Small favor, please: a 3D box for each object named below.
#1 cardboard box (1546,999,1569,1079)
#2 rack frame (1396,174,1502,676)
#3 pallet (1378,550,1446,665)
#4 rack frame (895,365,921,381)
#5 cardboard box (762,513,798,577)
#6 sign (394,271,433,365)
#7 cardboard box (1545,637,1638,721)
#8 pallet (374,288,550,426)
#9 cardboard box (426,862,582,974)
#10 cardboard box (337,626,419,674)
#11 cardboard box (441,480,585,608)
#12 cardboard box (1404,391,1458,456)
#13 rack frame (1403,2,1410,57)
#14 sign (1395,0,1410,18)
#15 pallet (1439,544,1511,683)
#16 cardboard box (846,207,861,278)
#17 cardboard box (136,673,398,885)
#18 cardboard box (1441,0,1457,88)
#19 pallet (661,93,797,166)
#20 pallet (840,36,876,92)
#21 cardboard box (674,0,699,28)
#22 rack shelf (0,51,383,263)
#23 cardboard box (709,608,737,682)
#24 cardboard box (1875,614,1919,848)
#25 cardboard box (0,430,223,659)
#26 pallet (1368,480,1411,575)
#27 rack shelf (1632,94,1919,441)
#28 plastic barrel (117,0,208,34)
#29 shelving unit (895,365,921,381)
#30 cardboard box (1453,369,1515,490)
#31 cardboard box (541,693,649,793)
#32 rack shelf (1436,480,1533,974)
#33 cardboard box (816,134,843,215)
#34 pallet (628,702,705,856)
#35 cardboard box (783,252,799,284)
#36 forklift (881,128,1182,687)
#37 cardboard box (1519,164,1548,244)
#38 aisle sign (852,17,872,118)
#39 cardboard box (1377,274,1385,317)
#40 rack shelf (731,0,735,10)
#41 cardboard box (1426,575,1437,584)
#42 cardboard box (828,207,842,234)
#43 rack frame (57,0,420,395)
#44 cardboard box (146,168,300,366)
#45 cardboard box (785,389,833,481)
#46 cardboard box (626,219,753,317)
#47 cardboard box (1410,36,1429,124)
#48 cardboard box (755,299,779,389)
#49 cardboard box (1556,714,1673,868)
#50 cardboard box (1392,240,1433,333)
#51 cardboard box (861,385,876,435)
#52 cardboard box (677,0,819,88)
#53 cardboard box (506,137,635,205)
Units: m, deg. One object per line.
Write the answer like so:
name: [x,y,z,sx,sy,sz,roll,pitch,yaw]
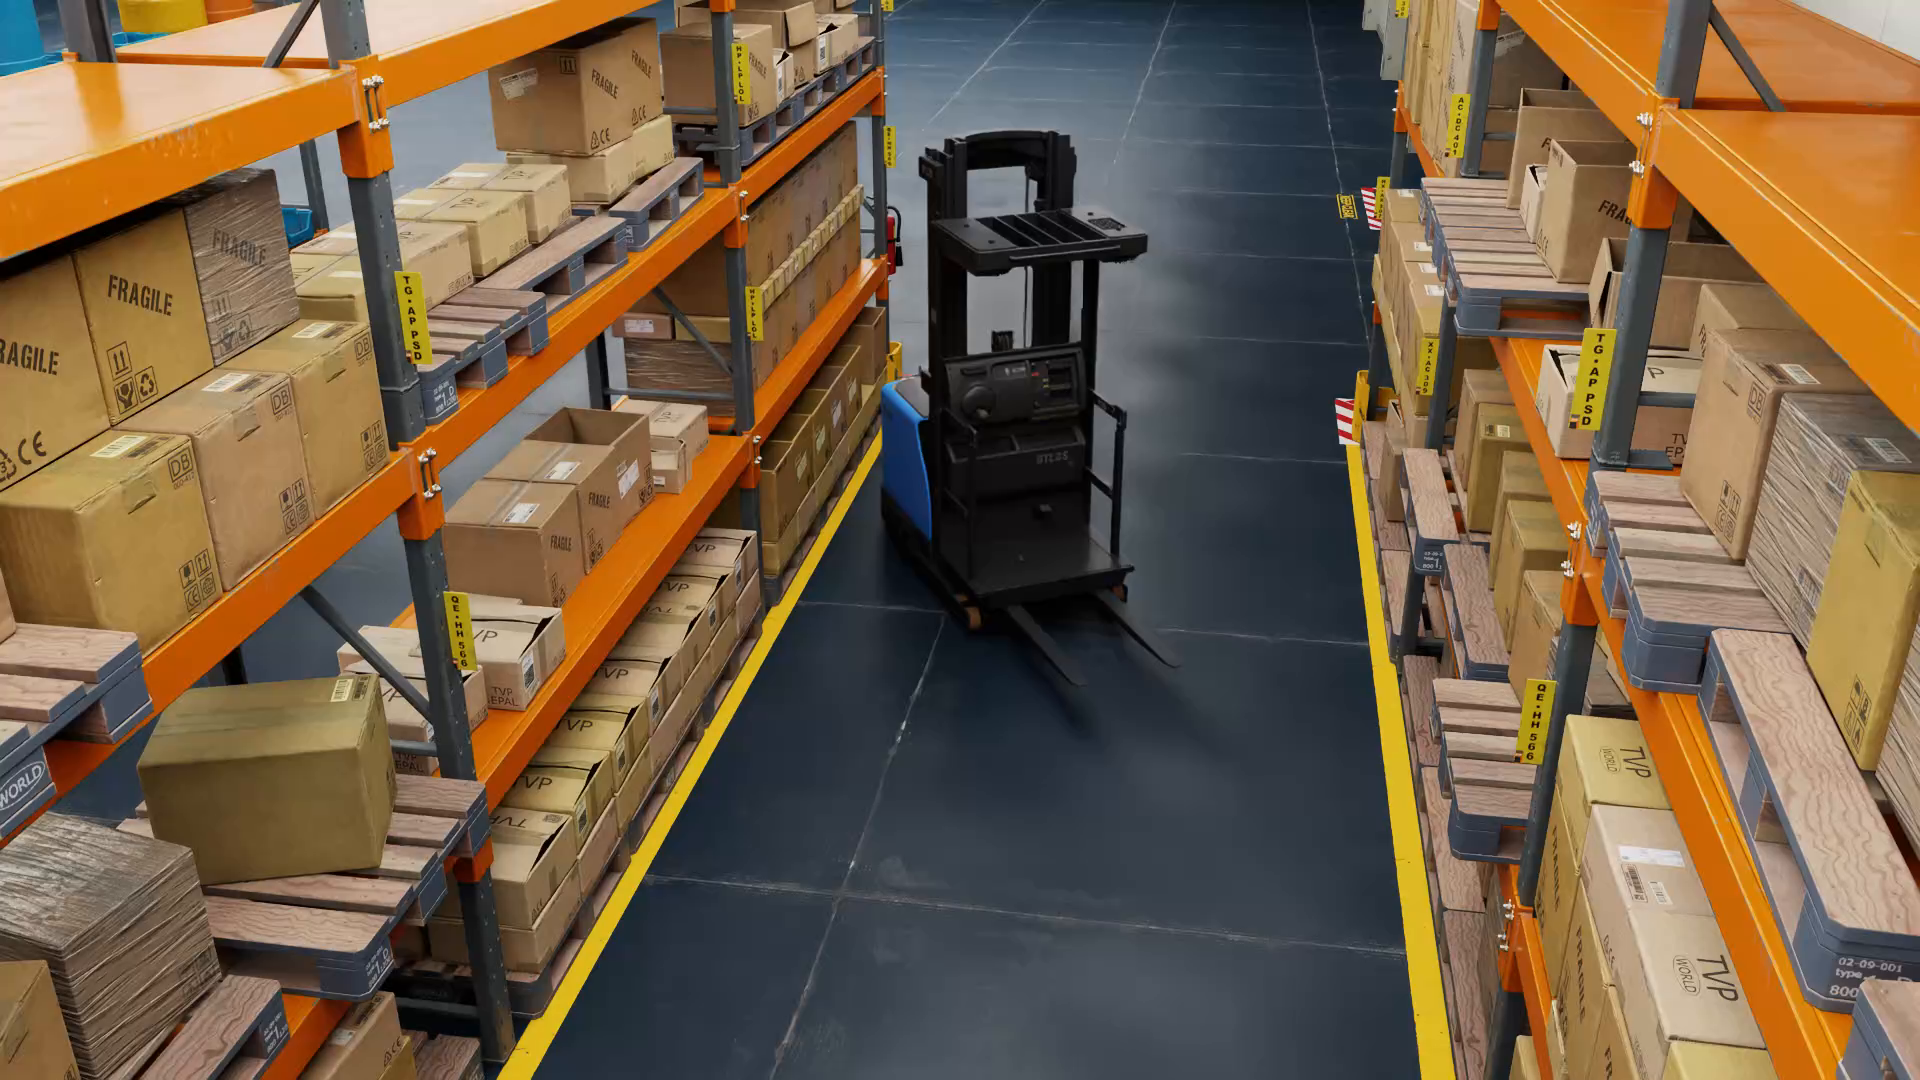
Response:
cardboard box: [2.025,1.575,5.119,0.380,0.149,0.250,5,26,10]
rack frame: [3.138,-0.534,9.353,1.000,3.000,0.127,4,25,9]
pallet: [3.213,0.445,10.549,1.003,0.211,1.213,4,25,9]
rack frame: [-0.373,-0.764,12.143,0.200,1.050,0.008,-9,27,-19]
cardboard box: [-1.375,0.006,10.946,0.500,0.250,0.500,4,25,9]
sign: [-1.869,-0.757,5.681,0.100,0.325,0.005,4,25,9]
cardboard box: [2.551,0.697,6.086,0.700,0.500,0.500,1,25,2]
pallet: [-2.381,-0.766,6.533,1.213,0.211,1.003,5,26,11]
cardboard box: [-2.028,1.654,7.427,0.500,0.250,0.500,4,25,8]
cardboard box: [-2.529,0.516,7.407,0.380,0.149,0.250,4,25,9]
cardboard box: [-2.146,0.049,7.989,0.500,0.500,0.500,3,25,6]
cardboard box: [2.916,-0.694,9.849,0.500,0.250,0.500,4,25,9]
rack frame: [3.791,-4.924,11.655,1.000,3.000,0.127,4,25,9]
sign: [3.256,-3.999,12.186,0.100,0.325,0.005,4,25,9]
pallet: [2.767,0.395,7.594,1.003,0.211,1.213,4,25,9]
cardboard box: [-1.185,-2.400,13.221,0.700,0.500,0.500,4,25,9]
cardboard box: [-2.395,0.833,5.819,0.700,0.500,0.500,-4,25,-9]
cardboard box: [3.032,-2.859,9.461,0.500,0.500,0.500,5,26,11]
pallet: [-1.636,-2.553,10.232,1.003,0.211,1.213,4,25,9]
pallet: [-1.237,-3.573,12.412,1.003,0.211,1.213,4,25,9]
cardboard box: [-1.637,-3.531,11.438,0.500,0.500,0.500,4,25,9]
rack shelf: [-2.731,-0.577,3.687,1.077,0.370,4.000,4,25,9]
cardboard box: [-1.616,0.584,9.712,0.500,0.250,0.500,4,25,8]
cardboard box: [2.255,0.406,3.170,0.700,0.500,0.500,4,25,8]
cardboard box: [-2.610,0.009,4.537,0.910,0.500,0.500,4,25,9]
pallet: [3.410,-0.066,11.643,1.003,0.211,1.213,4,25,9]
rack shelf: [2.157,-0.235,2.957,1.077,0.370,4.000,4,25,9]
plastic barrel: [-6.043,-4.042,12.591,0.600,0.588,0.600,0,25,0]
shelving unit: [-0.329,-0.715,12.040,0.215,1.050,0.252,-9,27,-19]
cardboard box: [3.021,-0.568,8.789,0.700,0.500,0.500,4,25,9]
cardboard box: [-1.865,0.966,8.234,0.500,0.311,0.500,3,25,7]
rack shelf: [2.811,0.628,7.718,1.077,0.370,4.000,4,25,9]
cardboard box: [-1.274,-2.745,12.428,0.700,0.500,0.500,3,25,7]
pallet: [-2.029,1.210,8.917,1.003,0.211,1.213,4,25,9]
cardboard box: [-1.308,-1.853,11.288,0.380,0.149,0.250,3,25,7]
forklift: [0.437,-0.944,10.310,1.130,2.935,3.031,-9,27,-19]
cardboard box: [2.869,-1.562,7.620,0.500,0.311,0.500,5,26,10]
aisle sign: [-0.796,-3.733,13.121,0.394,0.787,0.004,4,25,9]
cardboard box: [3.328,-1.748,12.100,0.500,0.250,0.500,3,25,7]
rack shelf: [-1.423,-3.922,10.835,1.077,0.370,4.000,4,25,9]
cardboard box: [3.268,-0.038,10.723,0.500,0.500,0.500,2,25,5]
cardboard box: [-1.097,-2.393,12.442,0.380,0.149,0.250,4,25,9]
rack frame: [-2.404,-1.920,5.237,1.000,3.000,0.127,4,25,9]
cardboard box: [-2.481,-0.878,5.251,0.500,0.500,0.500,4,25,9]
cardboard box: [-1.202,-0.751,11.679,0.500,0.500,0.500,4,25,9]
cardboard box: [-1.684,-1.695,10.184,0.700,0.500,0.500,4,25,9]
cardboard box: [3.286,-3.058,11.065,0.500,0.500,0.500,5,26,11]
cardboard box: [-1.604,-1.328,10.931,0.700,0.500,0.500,4,25,8]
cardboard box: [2.151,0.794,5.138,0.500,0.250,0.500,5,25,10]
cardboard box: [3.163,-1.671,11.050,0.500,0.500,0.500,5,26,10]
cardboard box: [-0.962,-1.039,13.179,0.500,0.250,0.500,4,25,9]
cardboard box: [-1.356,-3.215,10.759,0.797,0.503,0.637,7,26,14]
cardboard box: [-1.947,-1.870,8.349,0.500,0.250,0.500,2,25,3]
